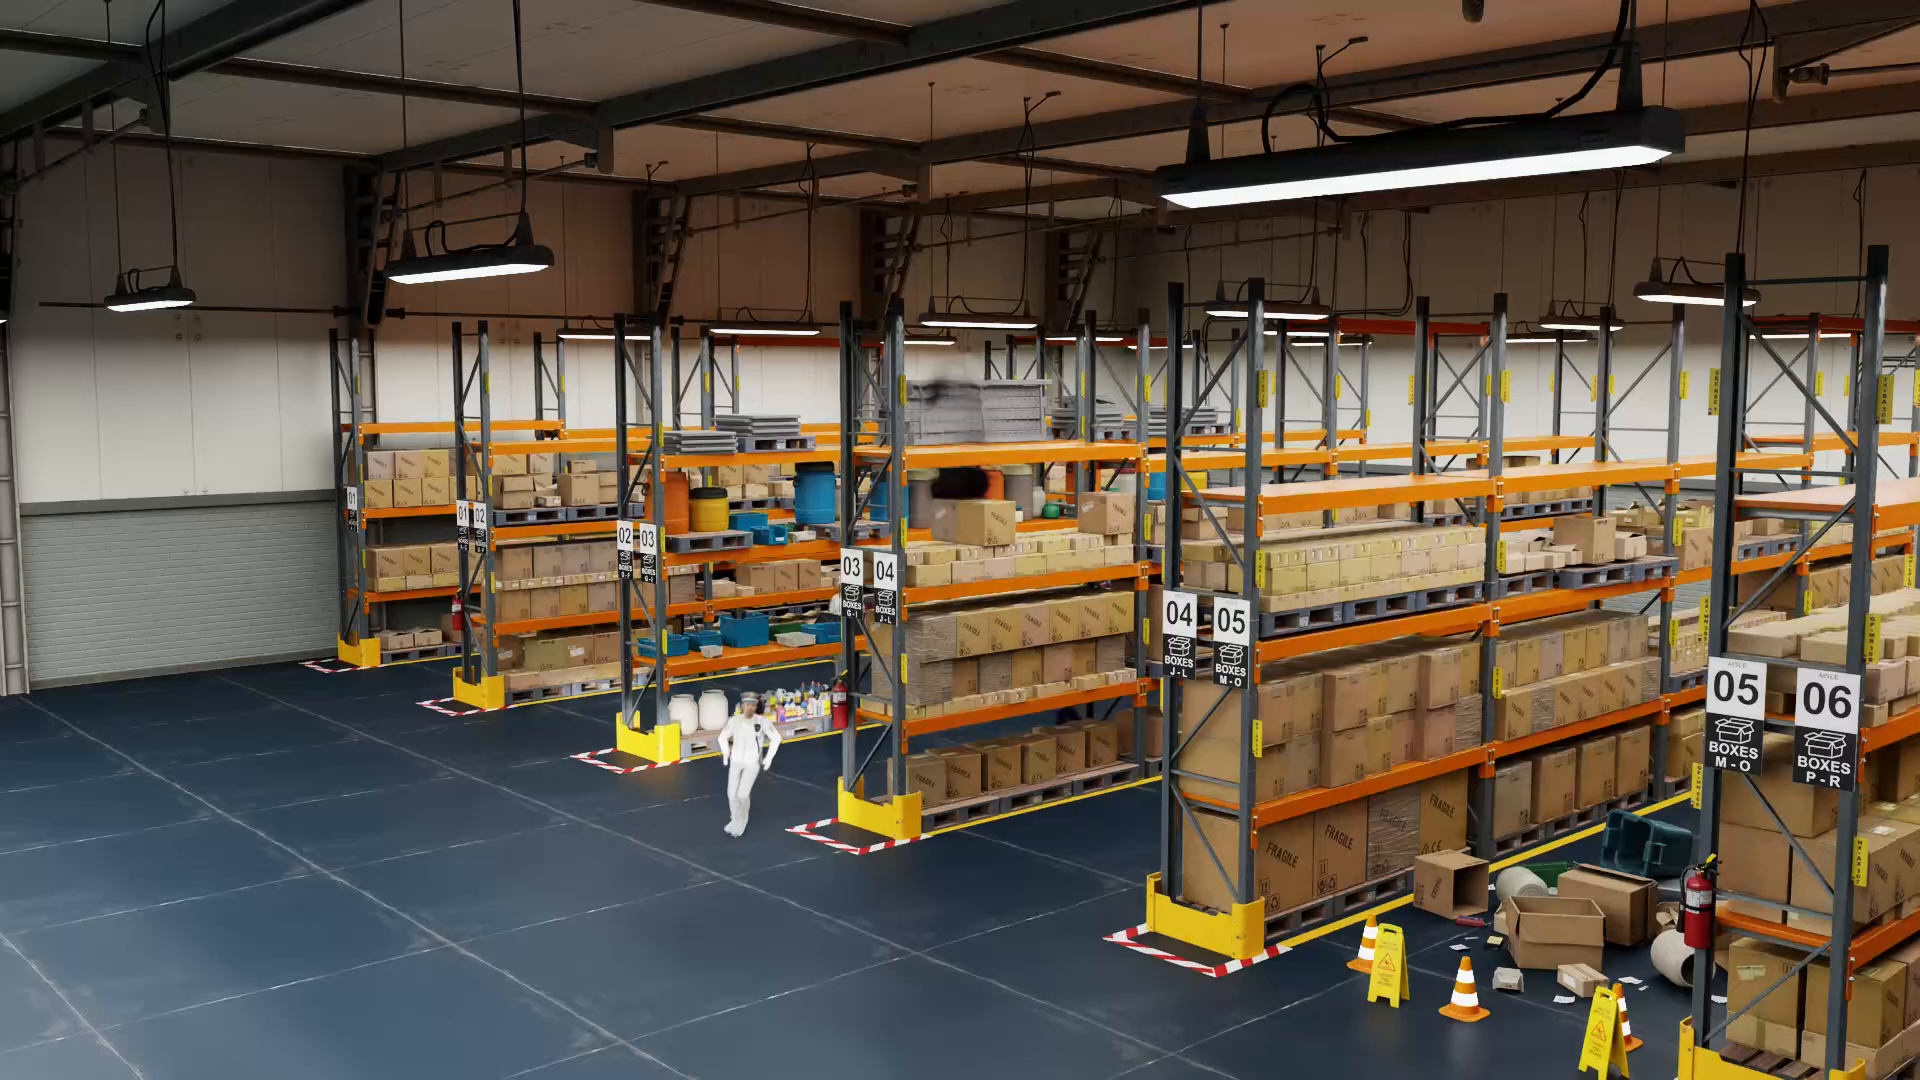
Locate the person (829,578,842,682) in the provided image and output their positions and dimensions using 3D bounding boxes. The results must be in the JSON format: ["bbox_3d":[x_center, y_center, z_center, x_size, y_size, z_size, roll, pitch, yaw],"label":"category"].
[{"bbox_3d":[-1.982,1.506,28.236,0.674,1.740,0.782,4,7,35],"label":"person"}]

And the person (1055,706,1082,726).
[{"bbox_3d":[1.500,2.076,23.219,0.627,1.665,0.936,4,7,37],"label":"person"}]

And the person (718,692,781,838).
[{"bbox_3d":[-2.387,2.507,18.637,0.672,1.656,0.603,1,6,11],"label":"person"}]
